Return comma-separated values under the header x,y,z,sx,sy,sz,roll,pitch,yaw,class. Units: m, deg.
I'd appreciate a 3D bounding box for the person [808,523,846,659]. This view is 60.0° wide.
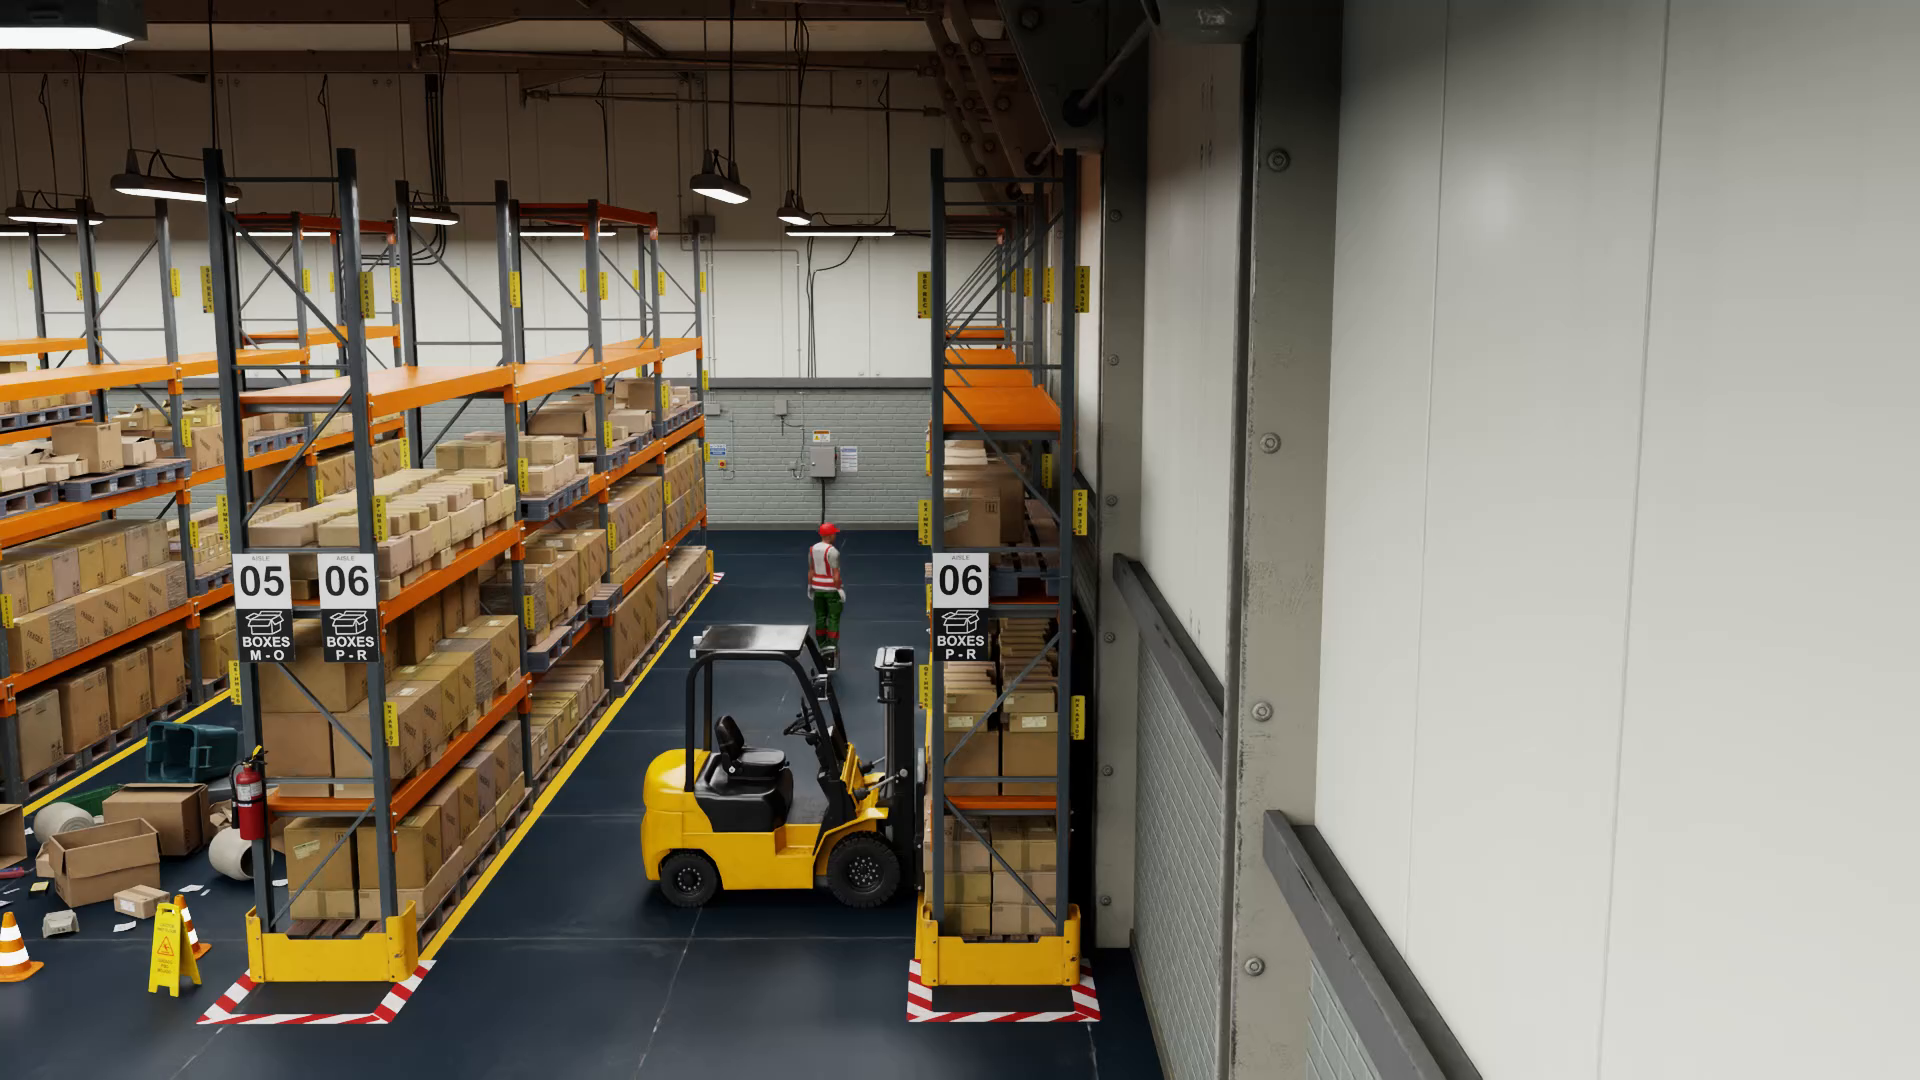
x,y,z,sx,sy,sz,roll,pitch,yaw,class
-1.745,0.647,22.087,0.583,1.787,0.571,4,10,21,person
